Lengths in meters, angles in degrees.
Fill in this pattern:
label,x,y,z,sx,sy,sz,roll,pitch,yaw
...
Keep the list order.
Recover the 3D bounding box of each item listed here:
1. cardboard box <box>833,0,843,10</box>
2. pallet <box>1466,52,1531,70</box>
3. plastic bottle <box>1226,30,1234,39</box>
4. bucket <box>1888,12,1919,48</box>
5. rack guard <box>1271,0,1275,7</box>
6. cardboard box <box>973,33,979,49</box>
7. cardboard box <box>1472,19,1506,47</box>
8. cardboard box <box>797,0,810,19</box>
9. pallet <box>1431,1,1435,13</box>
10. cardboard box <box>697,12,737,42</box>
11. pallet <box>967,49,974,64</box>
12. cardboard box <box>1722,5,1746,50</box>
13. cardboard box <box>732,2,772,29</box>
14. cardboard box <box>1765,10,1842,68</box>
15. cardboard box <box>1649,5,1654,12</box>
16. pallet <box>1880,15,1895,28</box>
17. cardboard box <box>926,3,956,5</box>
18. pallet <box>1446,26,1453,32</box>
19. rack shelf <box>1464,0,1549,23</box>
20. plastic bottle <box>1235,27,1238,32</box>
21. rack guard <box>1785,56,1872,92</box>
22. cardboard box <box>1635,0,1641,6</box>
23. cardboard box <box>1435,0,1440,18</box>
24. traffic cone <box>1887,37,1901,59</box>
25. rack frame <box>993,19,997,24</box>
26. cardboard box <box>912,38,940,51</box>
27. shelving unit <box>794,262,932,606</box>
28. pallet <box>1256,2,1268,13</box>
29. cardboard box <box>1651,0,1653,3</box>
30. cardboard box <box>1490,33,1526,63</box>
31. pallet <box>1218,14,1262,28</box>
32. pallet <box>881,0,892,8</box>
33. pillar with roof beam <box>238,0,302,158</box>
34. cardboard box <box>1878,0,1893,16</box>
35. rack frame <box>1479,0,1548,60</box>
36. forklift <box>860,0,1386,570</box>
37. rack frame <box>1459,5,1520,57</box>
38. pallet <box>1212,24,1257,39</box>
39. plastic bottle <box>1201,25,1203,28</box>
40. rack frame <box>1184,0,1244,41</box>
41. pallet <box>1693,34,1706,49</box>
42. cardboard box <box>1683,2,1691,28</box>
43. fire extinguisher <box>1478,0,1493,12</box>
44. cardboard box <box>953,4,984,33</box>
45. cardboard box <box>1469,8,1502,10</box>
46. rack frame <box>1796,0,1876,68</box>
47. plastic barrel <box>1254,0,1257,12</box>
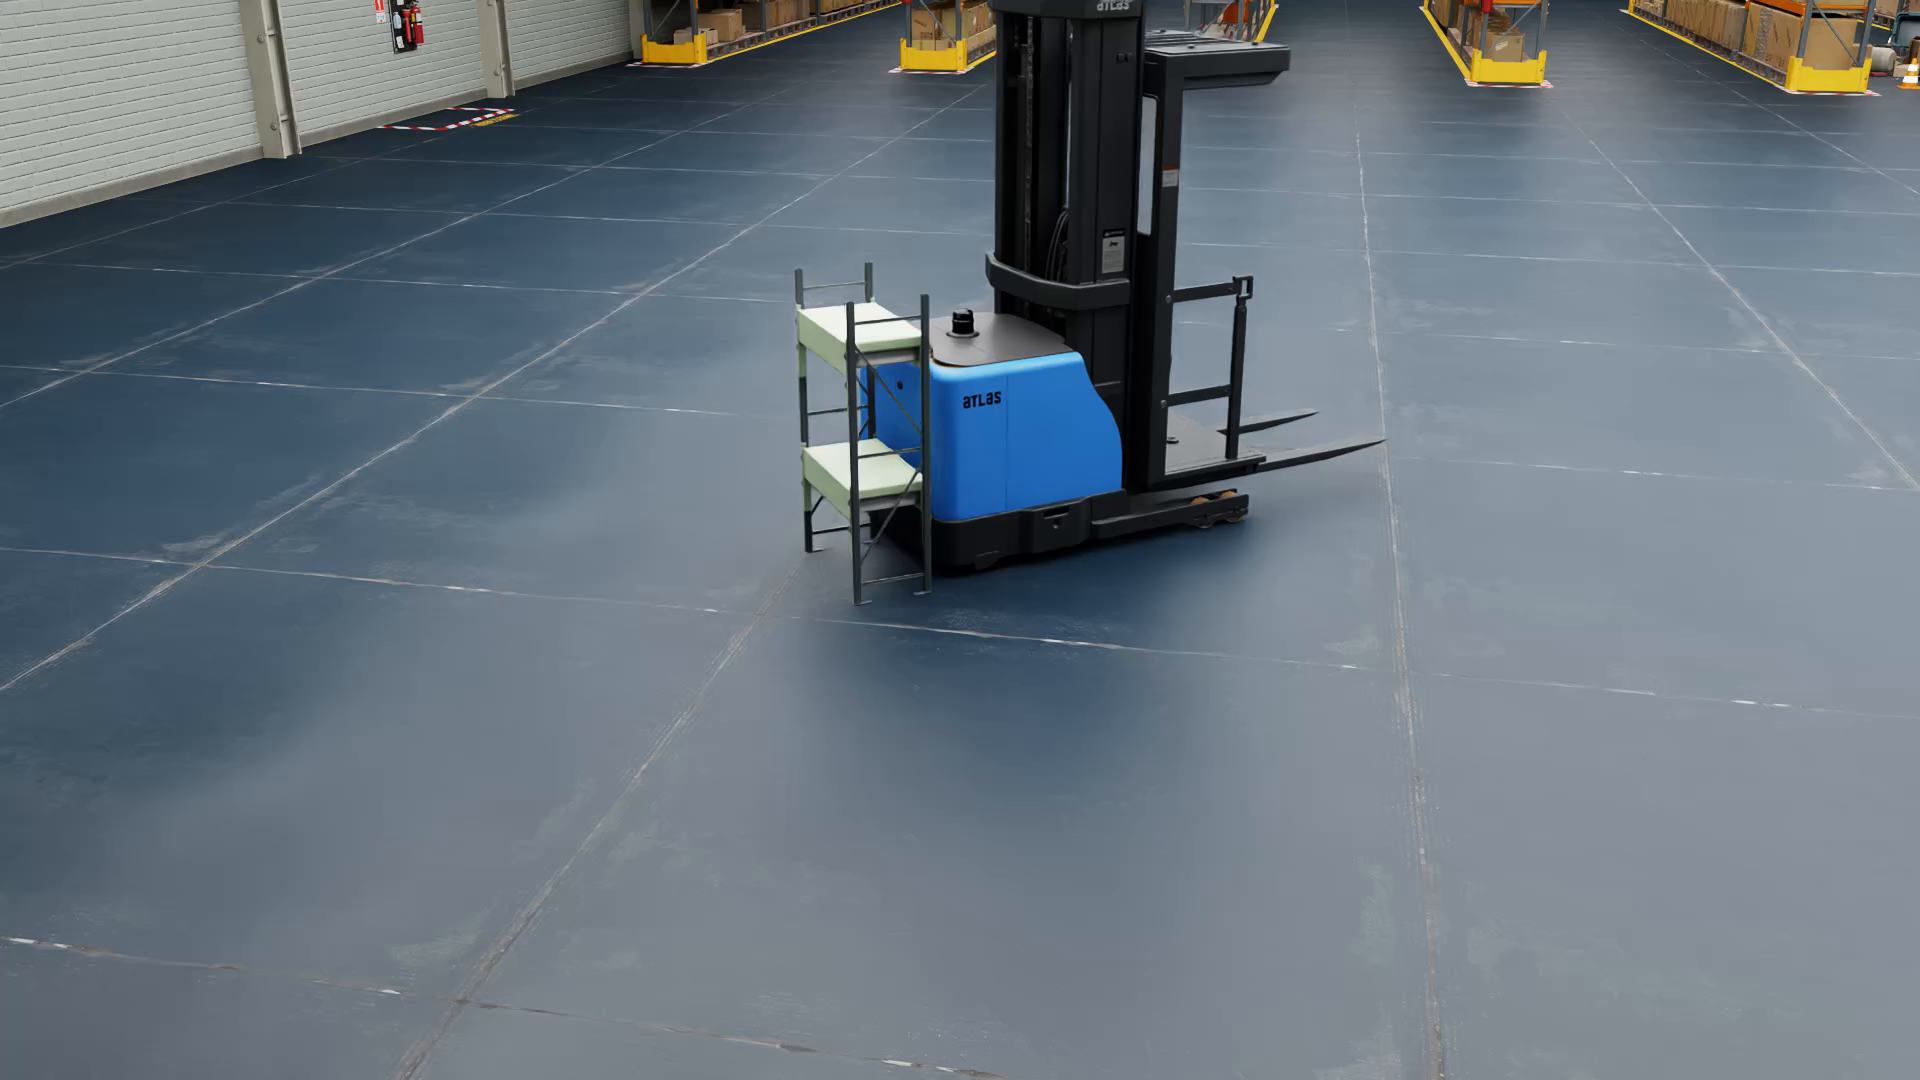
label,x,y,z,sx,sy,sz,roll,pitch,yaw
cardboard box,-3.226,-12.968,39.352,0.750,0.750,0.750,4,22,11
pallet,9.692,-8.606,29.940,1.003,0.211,1.213,4,22,11
plastic bottle,5.154,-9.588,31.702,0.152,0.276,0.135,4,22,11
bucket,17.105,-9.142,29.884,0.726,0.611,0.620,13,15,29
rack guard,7.633,-14.212,43.472,1.175,0.500,0.348,4,22,11
cardboard box,0.056,-9.354,31.182,0.500,0.250,0.500,4,22,11
cardboard box,9.920,-9.488,31.180,0.500,0.500,0.500,4,22,9
cardboard box,-3.786,-11.968,37.313,0.700,0.500,0.500,5,22,12
pallet,12.403,-13.392,41.824,1.003,0.211,1.213,4,22,11
cardboard box,-4.778,-10.029,32.498,0.700,0.500,0.500,3,22,8
pallet,-0.357,-8.879,30.616,1.003,0.211,1.213,4,22,11
cardboard box,14.915,-9.566,31.039,1.050,0.750,0.750,4,22,11
cardboard box,-4.372,-11.043,35.016,0.700,0.500,0.500,5,23,13
cardboard box,14.311,-8.502,28.230,0.875,0.875,0.875,4,22,10
cardboard box,16.466,-12.527,39.195,0.380,0.149,0.250,4,22,11
pallet,21.607,-11.744,37.732,1.003,0.211,1.213,4,22,11
cardboard box,-0.361,-9.925,31.596,0.500,0.500,0.500,4,22,11
pallet,11.092,-11.047,36.002,1.003,0.211,1.213,4,22,11
rack shelf,9.633,-9.530,29.465,1.077,0.370,4.000,4,22,11
plastic bottle,5.238,-9.503,31.390,0.144,0.351,0.185,4,22,11
rack guard,14.055,-7.549,26.929,1.175,0.500,0.348,4,22,11
cardboard box,16.904,-13.274,41.052,0.380,0.149,0.250,5,22,12
cardboard box,11.381,-12.168,37.333,1.225,0.875,0.875,4,22,9
traffic cone,17.705,-9.406,31.589,0.336,0.463,0.334,4,22,11
rack frame,0.344,-11.352,33.025,1.000,3.000,0.127,4,22,11
cardboard box,-0.652,-9.027,30.371,0.500,0.250,0.500,4,22,11
shelving unit,-0.476,-0.533,8.168,0.431,1.500,0.755,-9,24,-22
pallet,7.184,-13.325,41.656,1.003,0.211,1.213,4,22,11
cardboard box,16.758,-12.923,39.782,0.380,0.149,0.250,6,23,14
cardboard box,9.369,-8.395,28.467,0.500,0.500,0.500,9,24,21
pallet,6.380,-11.879,38.066,1.003,0.211,1.213,4,22,11
pallet,-2.395,-14.080,43.532,1.003,0.211,1.213,4,22,11
pillar with roof beam,-4.261,-8.653,18.294,9.100,9.000,0.400,4,22,11
cardboard box,21.790,-12.321,38.299,0.875,0.438,0.875,4,22,9
rack frame,9.225,-9.133,27.514,1.000,3.000,0.127,4,22,11
forklift,0.999,-1.583,8.861,3.031,2.935,1.130,-11,25,-26
rack frame,10.041,-10.595,31.147,1.000,3.000,0.127,4,22,11
pallet,5.813,-10.862,35.541,1.003,0.211,1.213,4,22,11
plastic bottle,4.621,-9.685,31.843,0.144,0.351,0.185,5,22,12
rack frame,4.376,-9.510,28.452,1.000,3.000,0.127,4,22,11
pallet,15.458,-10.067,33.568,1.003,0.211,1.213,4,22,11
cardboard box,15.680,-11.129,35.255,0.500,0.500,0.500,5,23,13
fire extinguisher,8.750,-9.090,27.512,0.296,0.674,0.183,4,22,11
cardboard box,0.164,-9.884,31.495,0.500,0.500,0.500,4,22,11
cardboard box,10.531,-10.445,33.529,0.700,0.500,0.500,6,23,15
rack frame,14.060,-8.718,26.484,1.000,3.000,0.127,4,22,11
plastic barrel,6.697,-12.923,39.172,0.600,0.901,0.708,4,22,11
